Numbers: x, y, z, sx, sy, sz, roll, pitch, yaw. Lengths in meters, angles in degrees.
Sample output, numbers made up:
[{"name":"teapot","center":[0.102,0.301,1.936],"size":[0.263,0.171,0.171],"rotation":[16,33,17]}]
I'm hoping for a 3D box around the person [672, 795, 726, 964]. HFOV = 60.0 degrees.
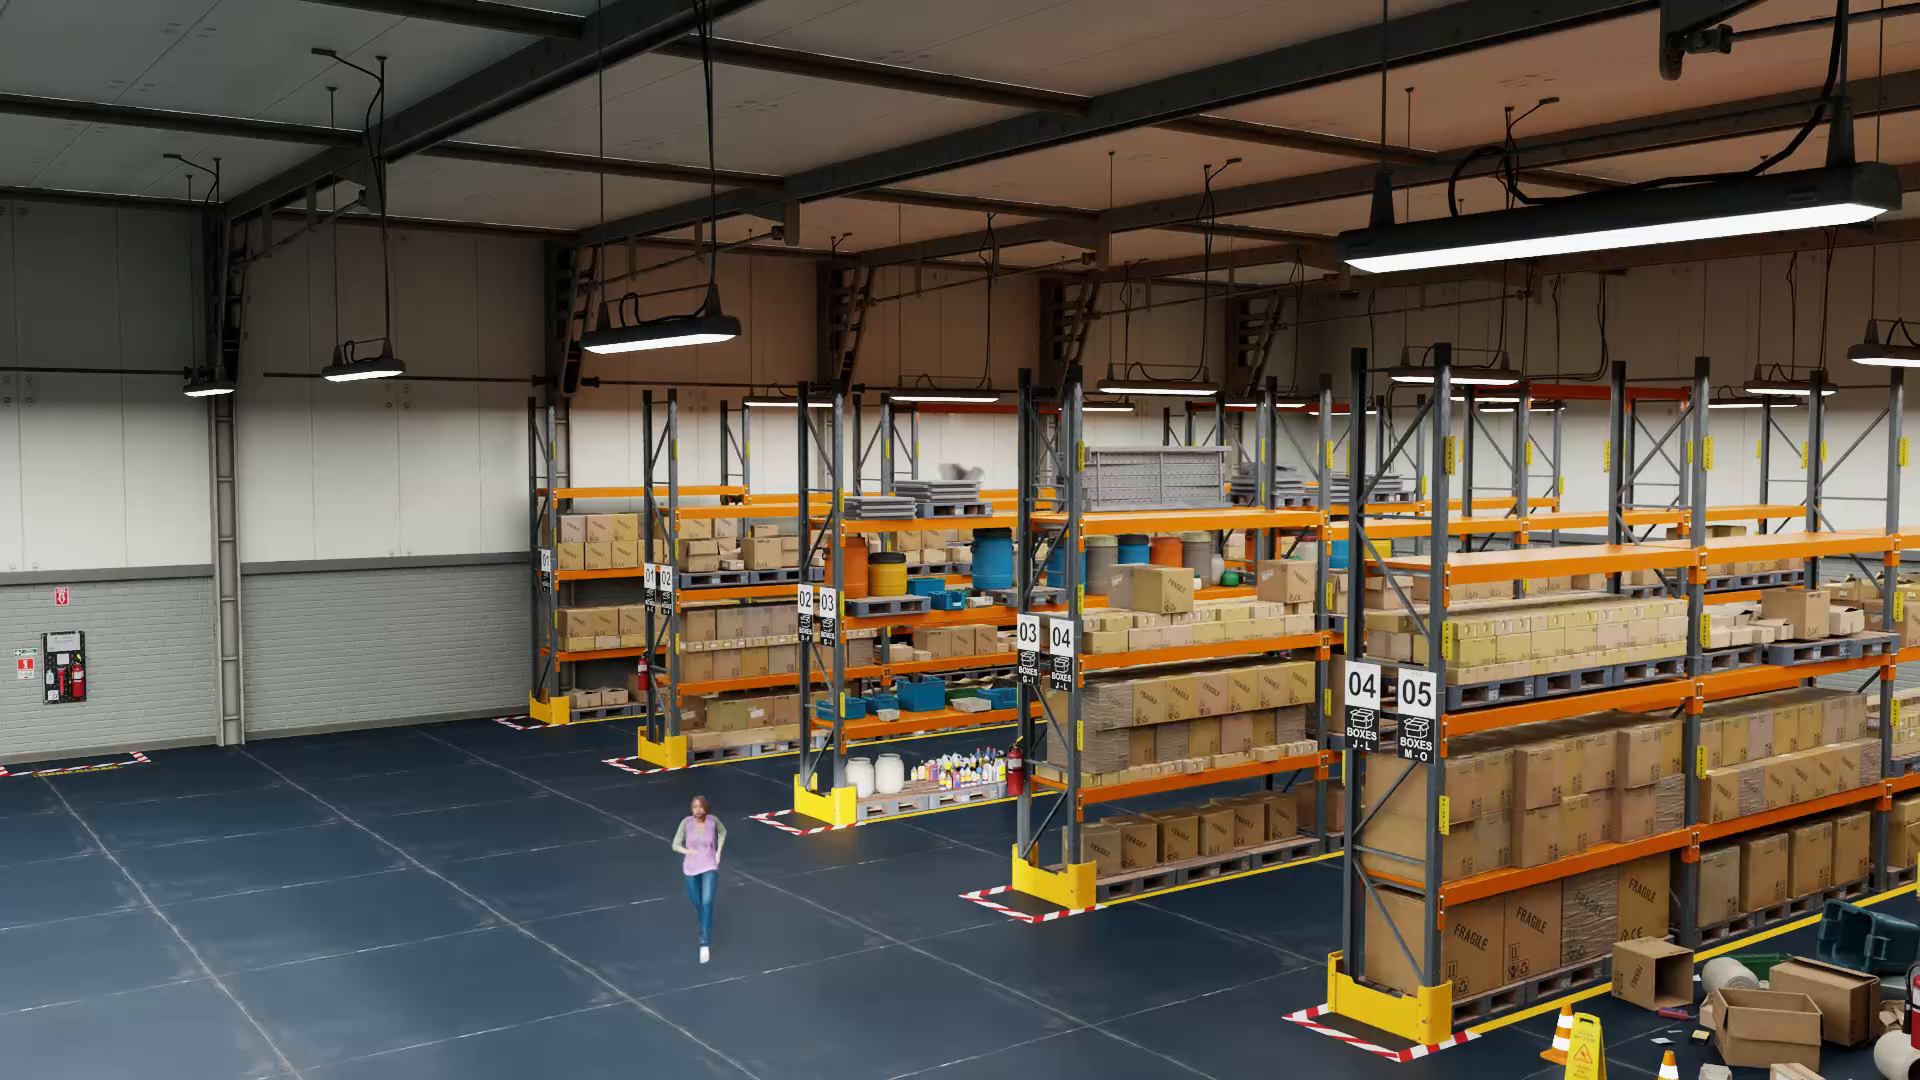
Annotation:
[{"name":"person","center":[-2.645,3.379,16.875],"size":[0.509,1.634,0.902],"rotation":[0,3,1]}]
